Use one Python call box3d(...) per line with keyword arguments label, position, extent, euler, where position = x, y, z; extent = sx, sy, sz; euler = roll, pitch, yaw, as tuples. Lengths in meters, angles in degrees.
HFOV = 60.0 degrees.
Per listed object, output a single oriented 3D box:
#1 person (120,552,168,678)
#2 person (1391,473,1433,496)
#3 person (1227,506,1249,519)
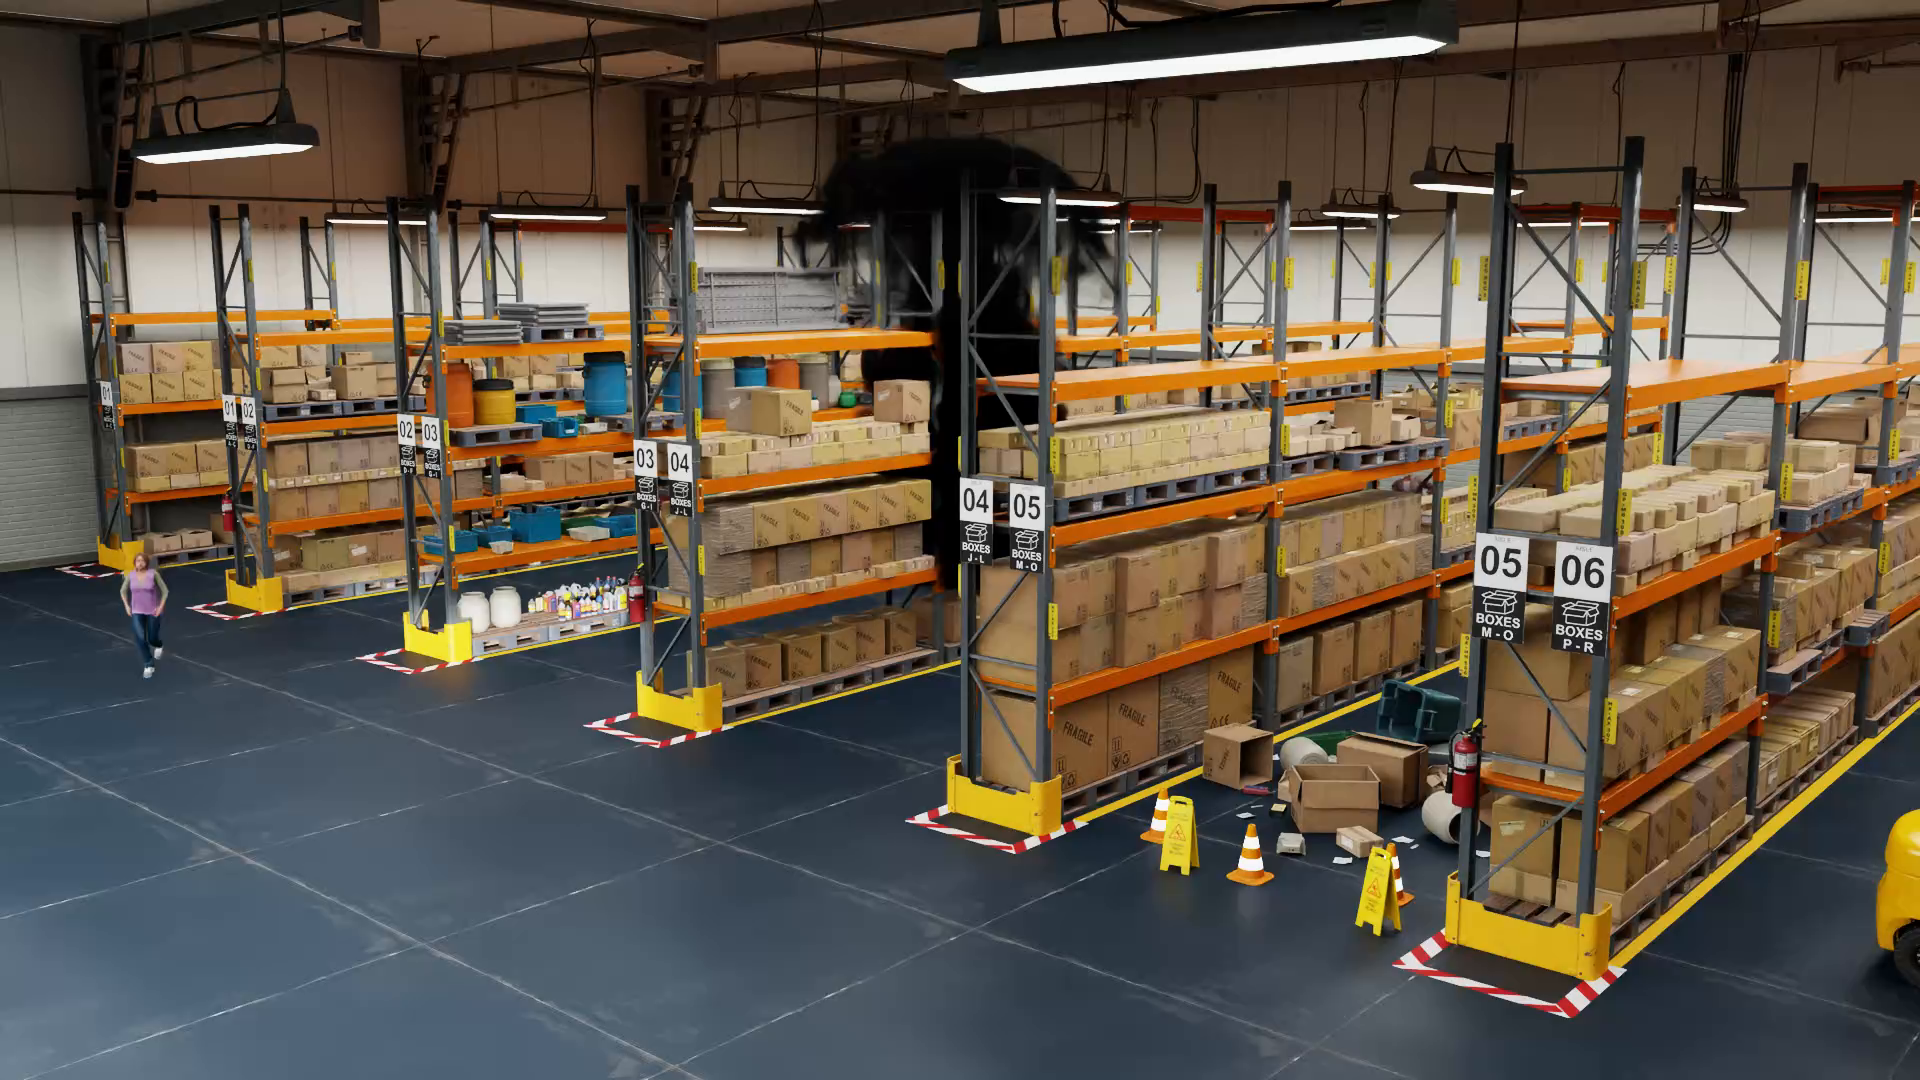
box3d(label="person", position=(-10.351, 0.920, 21.138), extent=(0.564, 1.573, 0.671), euler=(-3, 10, -19))
box3d(label="person", position=(7.771, -0.427, 28.624), extent=(0.720, 1.787, 0.709), euler=(8, 12, 38))
box3d(label="person", position=(3.753, 0.323, 22.315), extent=(0.722, 1.806, 0.789), euler=(6, 11, 31))
